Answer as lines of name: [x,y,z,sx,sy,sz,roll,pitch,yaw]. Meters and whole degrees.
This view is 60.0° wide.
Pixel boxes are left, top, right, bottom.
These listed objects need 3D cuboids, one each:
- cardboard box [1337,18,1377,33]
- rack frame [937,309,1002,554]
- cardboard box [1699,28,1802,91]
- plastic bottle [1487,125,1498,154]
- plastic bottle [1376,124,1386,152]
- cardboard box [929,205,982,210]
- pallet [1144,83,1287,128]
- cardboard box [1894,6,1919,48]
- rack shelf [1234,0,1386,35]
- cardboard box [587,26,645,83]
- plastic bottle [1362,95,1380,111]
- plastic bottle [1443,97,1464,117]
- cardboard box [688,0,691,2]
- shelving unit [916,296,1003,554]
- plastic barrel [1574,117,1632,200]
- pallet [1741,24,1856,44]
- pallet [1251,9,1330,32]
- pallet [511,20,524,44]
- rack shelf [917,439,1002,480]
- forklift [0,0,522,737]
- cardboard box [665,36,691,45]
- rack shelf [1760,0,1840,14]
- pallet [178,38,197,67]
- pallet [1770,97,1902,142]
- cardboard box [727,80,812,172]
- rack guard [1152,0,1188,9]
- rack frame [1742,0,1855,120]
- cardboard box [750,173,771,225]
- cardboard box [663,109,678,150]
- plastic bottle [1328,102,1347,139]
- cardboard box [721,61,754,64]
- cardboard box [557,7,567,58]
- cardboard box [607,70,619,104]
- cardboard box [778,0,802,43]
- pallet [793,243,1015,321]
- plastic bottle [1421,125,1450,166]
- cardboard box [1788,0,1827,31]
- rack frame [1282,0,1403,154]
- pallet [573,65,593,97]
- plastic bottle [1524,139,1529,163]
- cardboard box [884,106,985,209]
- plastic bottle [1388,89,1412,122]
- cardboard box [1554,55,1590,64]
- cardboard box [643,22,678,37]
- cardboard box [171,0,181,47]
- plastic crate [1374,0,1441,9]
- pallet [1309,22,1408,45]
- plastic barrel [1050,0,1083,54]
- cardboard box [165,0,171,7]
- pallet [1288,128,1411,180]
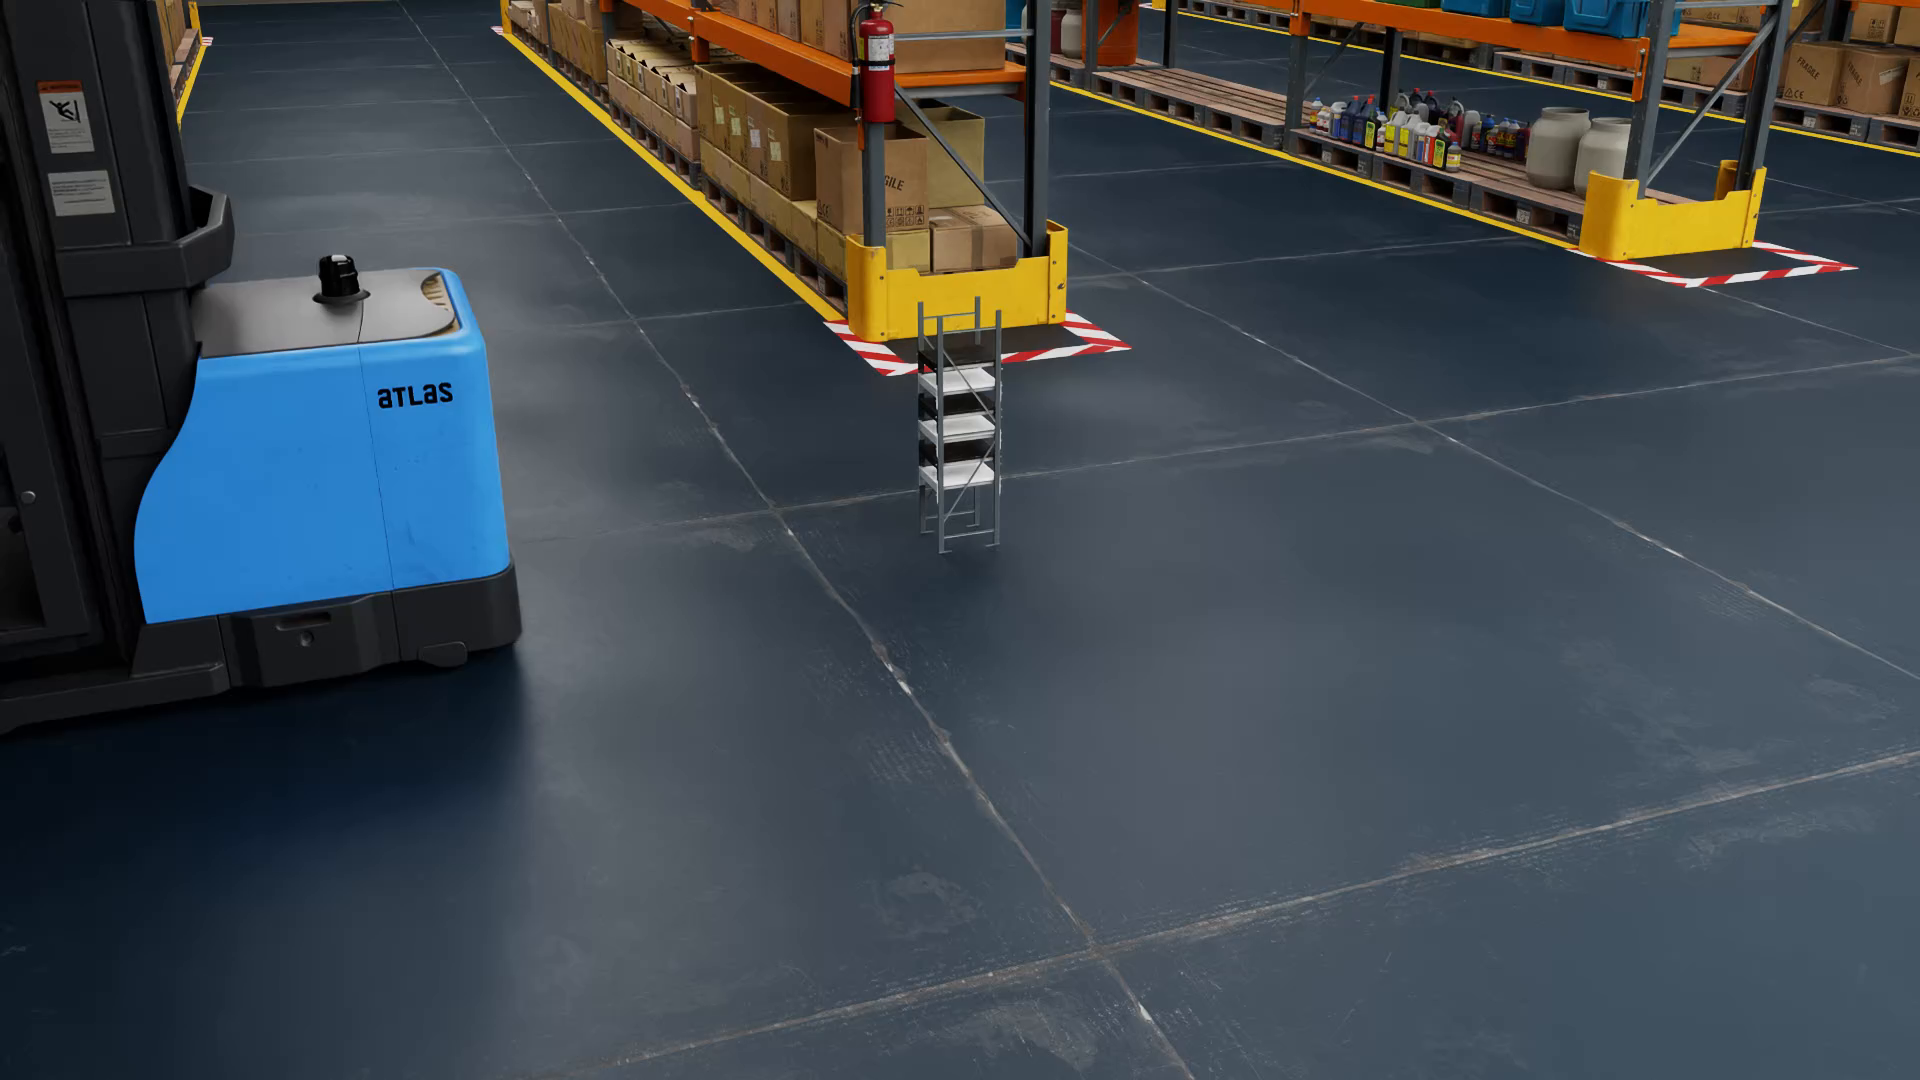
cardboard box: [5.572,-6.941,21.051,1.225,0.875,0.875,-9,25,-21]
rack frame: [0.033,-0.381,5.995,0.240,0.900,0.006,-8,24,-19]
cardboard box: [7.640,-4.651,16.075,0.700,0.500,0.500,-10,25,-23]
plastic bottle: [4.076,-3.053,12.668,0.097,0.201,0.097,0,23,0]
plastic bottle: [3.245,-3.083,12.739,0.097,0.201,0.097,0,23,0]
cardboard box: [-0.181,-1.896,9.886,0.500,0.250,0.500,-8,24,-19]
pallet: [2.454,-4.134,15.786,1.003,0.211,1.213,-8,24,-19]
cardboard box: [11.542,-6.078,19.163,1.050,0.750,0.750,-8,24,-18]
rack shelf: [2.496,-5.090,15.390,1.077,0.370,4.000,-8,24,-19]
cardboard box: [-3.395,-4.828,16.496,0.500,0.500,0.500,-7,24,-17]
plastic bottle: [3.235,-3.346,13.172,0.144,0.351,0.185,-8,24,-19]
plastic bottle: [3.882,-3.295,13.050,0.144,0.351,0.185,-8,24,-19]
cardboard box: [-1.915,-4.249,12.642,0.396,0.266,0.258,-9,24,-20]
shelving unit: [-0.003,-0.418,6.082,0.258,0.900,0.210,-8,24,-19]
plastic barrel: [4.312,-2.517,11.022,0.421,0.512,0.421,0,23,0]
pallet: [10.825,-6.471,21.330,1.003,0.211,1.213,-8,24,-19]
pallet: [4.815,-7.283,23.258,1.003,0.211,1.213,-8,24,-19]
pallet: [-5.362,-6.774,22.051,1.003,0.211,1.213,-8,24,-19]
rack shelf: [-0.003,-0.304,6.130,0.258,0.077,0.200,-8,24,-19]
forklift: [-2.983,-0.941,4.709,3.031,2.935,1.130,-8,24,-19]
cardboard box: [-2.430,-4.498,15.338,0.500,0.311,0.500,-8,24,-18]
rack shelf: [7.130,-5.769,17.003,1.077,0.370,4.000,-8,24,-19]
pallet: [-9.522,-5.688,19.474,1.003,0.211,1.213,-8,24,-19]
pallet: [8.107,-3.850,15.113,1.003,0.211,1.213,-8,24,-19]
cardboard box: [-1.208,-2.714,10.860,0.500,0.500,0.500,-8,24,-19]
rack guard: [3.589,-8.591,25.990,1.175,0.500,0.348,-8,24,-19]
rack frame: [7.837,-5.374,15.139,1.000,3.000,0.127,-8,24,-19]
cardboard box: [-1.026,-2.187,10.577,0.500,0.250,0.500,-8,24,-19]
cardboard box: [-2.027,-3.238,13.070,0.500,0.250,0.500,-9,24,-20]
plastic bottle: [3.045,-3.353,13.283,0.152,0.276,0.135,-7,24,-17]
cardboard box: [-1.701,-3.756,13.577,0.500,0.311,0.500,-9,25,-21]
cardboard box: [-4.117,-5.573,18.261,0.500,0.500,0.500,-8,24,-18]
cardboard box: [-2.935,-4.166,15.271,0.500,0.250,0.500,-8,24,-19]
cardboard box: [-0.722,-3.343,10.190,0.700,0.500,0.500,-8,24,-17]
pallet: [-0.329,-1.550,9.656,1.003,0.211,1.213,-8,24,-19]
plastic bottle: [3.494,-2.891,12.189,0.152,0.276,0.135,-8,24,-19]
cardboard box: [10.622,-6.716,21.001,0.500,0.500,0.500,-8,24,-19]
rack frame: [3.203,-4.695,13.527,1.000,3.000,0.127,-8,24,-19]
pallet: [-3.501,-4.904,17.613,1.003,0.211,1.213,-8,24,-19]
plastic bottle: [4.231,-2.894,12.290,0.097,0.201,0.097,0,23,0]
cardboard box: [-0.179,-2.242,9.741,0.500,0.500,0.500,-8,24,-19]
plastic bottle: [3.565,-3.463,13.447,0.144,0.351,0.185,-8,24,-19]
cardboard box: [6.887,-5.438,17.942,0.700,0.500,0.500,-10,25,-23]
cardboard box: [-2.929,-4.915,16.701,0.500,0.500,0.500,-9,25,-21]
cardboard box: [-9.413,-5.939,19.158,0.700,0.500,0.500,-8,24,-18]
plastic crate: [3.418,-4.065,12.306,0.450,0.188,0.662,-8,24,-19]
pallet: [5.354,-6.726,21.936,1.003,0.211,1.213,-8,24,-19]
plastic barrel: [1.202,-5.816,18.751,0.600,0.588,0.708,-8,24,-19]
cardboard box: [-9.010,-6.018,18.509,0.380,0.149,0.250,-8,24,-17]
pallet: [3.401,-3.160,13.476,1.003,0.211,1.213,-8,24,-19]
